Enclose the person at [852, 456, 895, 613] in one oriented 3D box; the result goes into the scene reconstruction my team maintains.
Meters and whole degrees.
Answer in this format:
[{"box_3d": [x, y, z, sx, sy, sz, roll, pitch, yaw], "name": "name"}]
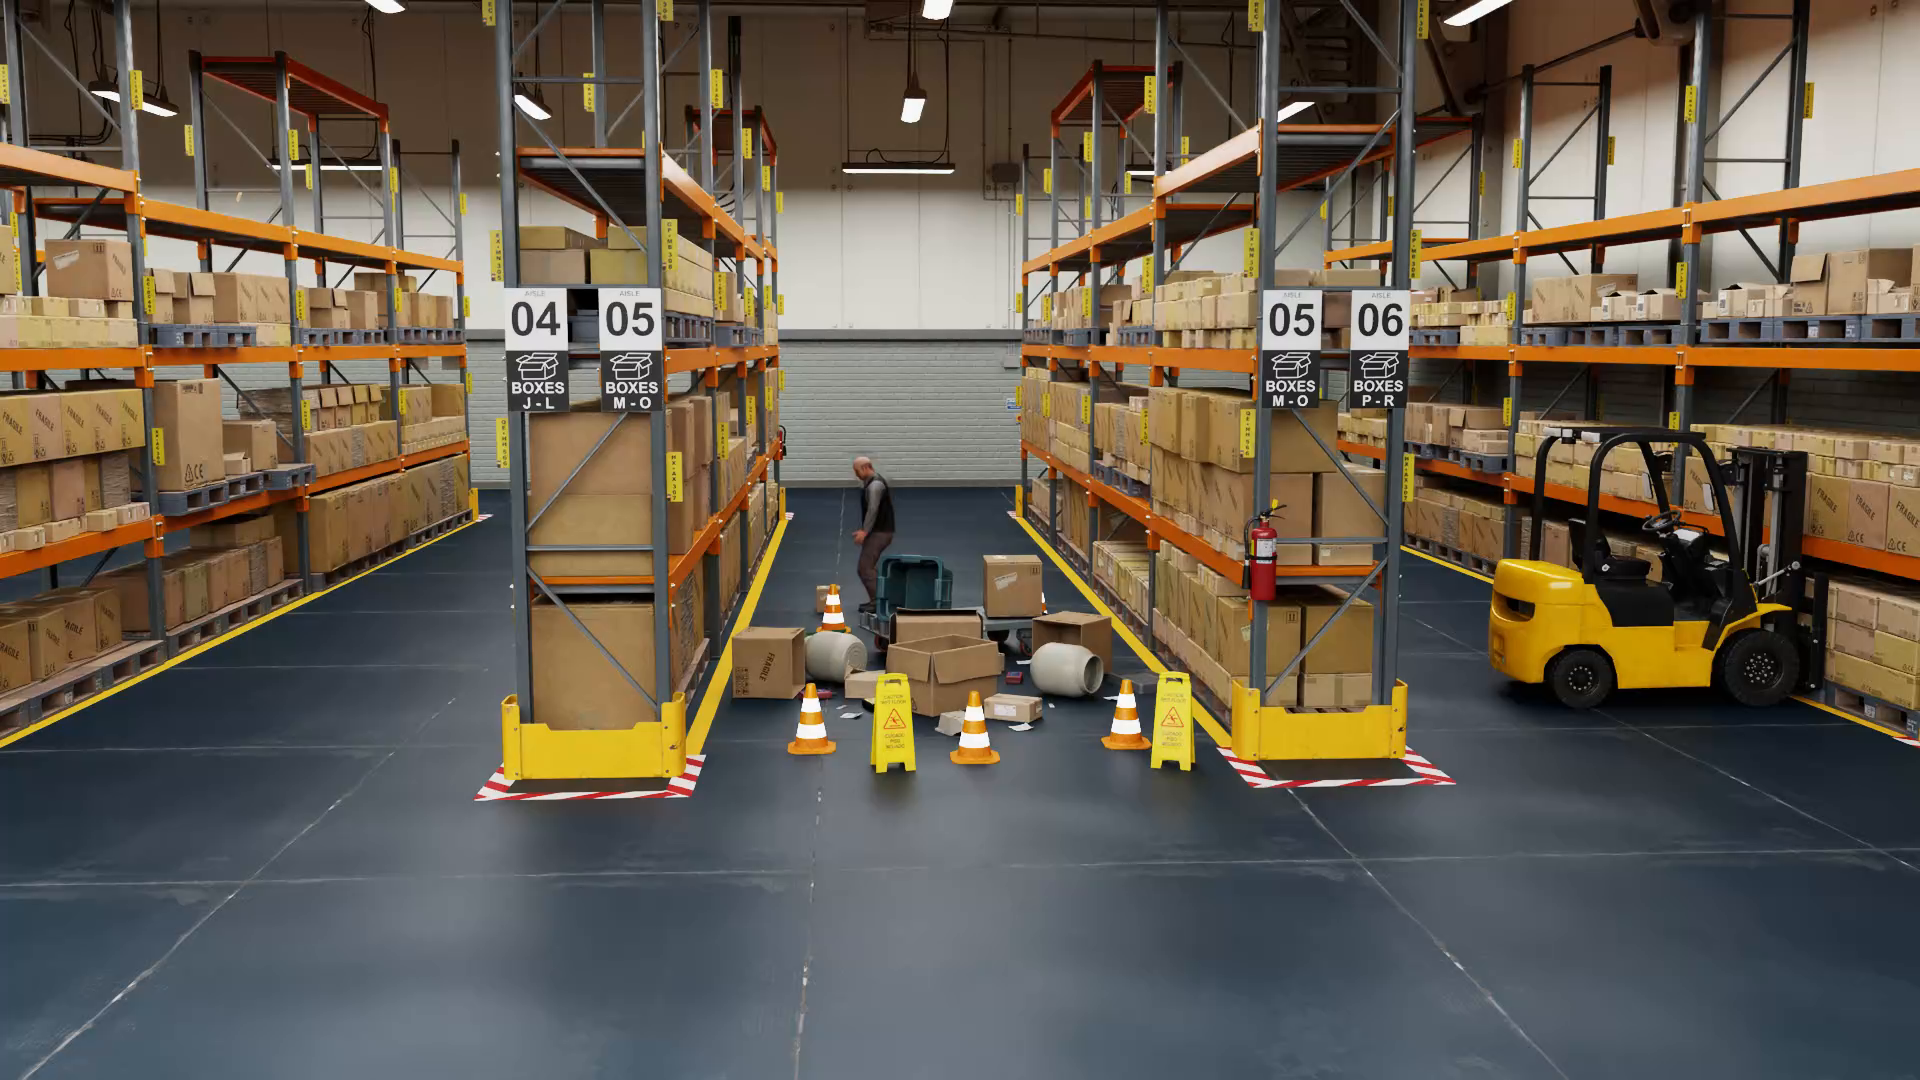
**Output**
[{"box_3d": [-0.916, -0.062, 17.684, 0.453, 1.656, 0.563, 0, 7, -2], "name": "person"}]
